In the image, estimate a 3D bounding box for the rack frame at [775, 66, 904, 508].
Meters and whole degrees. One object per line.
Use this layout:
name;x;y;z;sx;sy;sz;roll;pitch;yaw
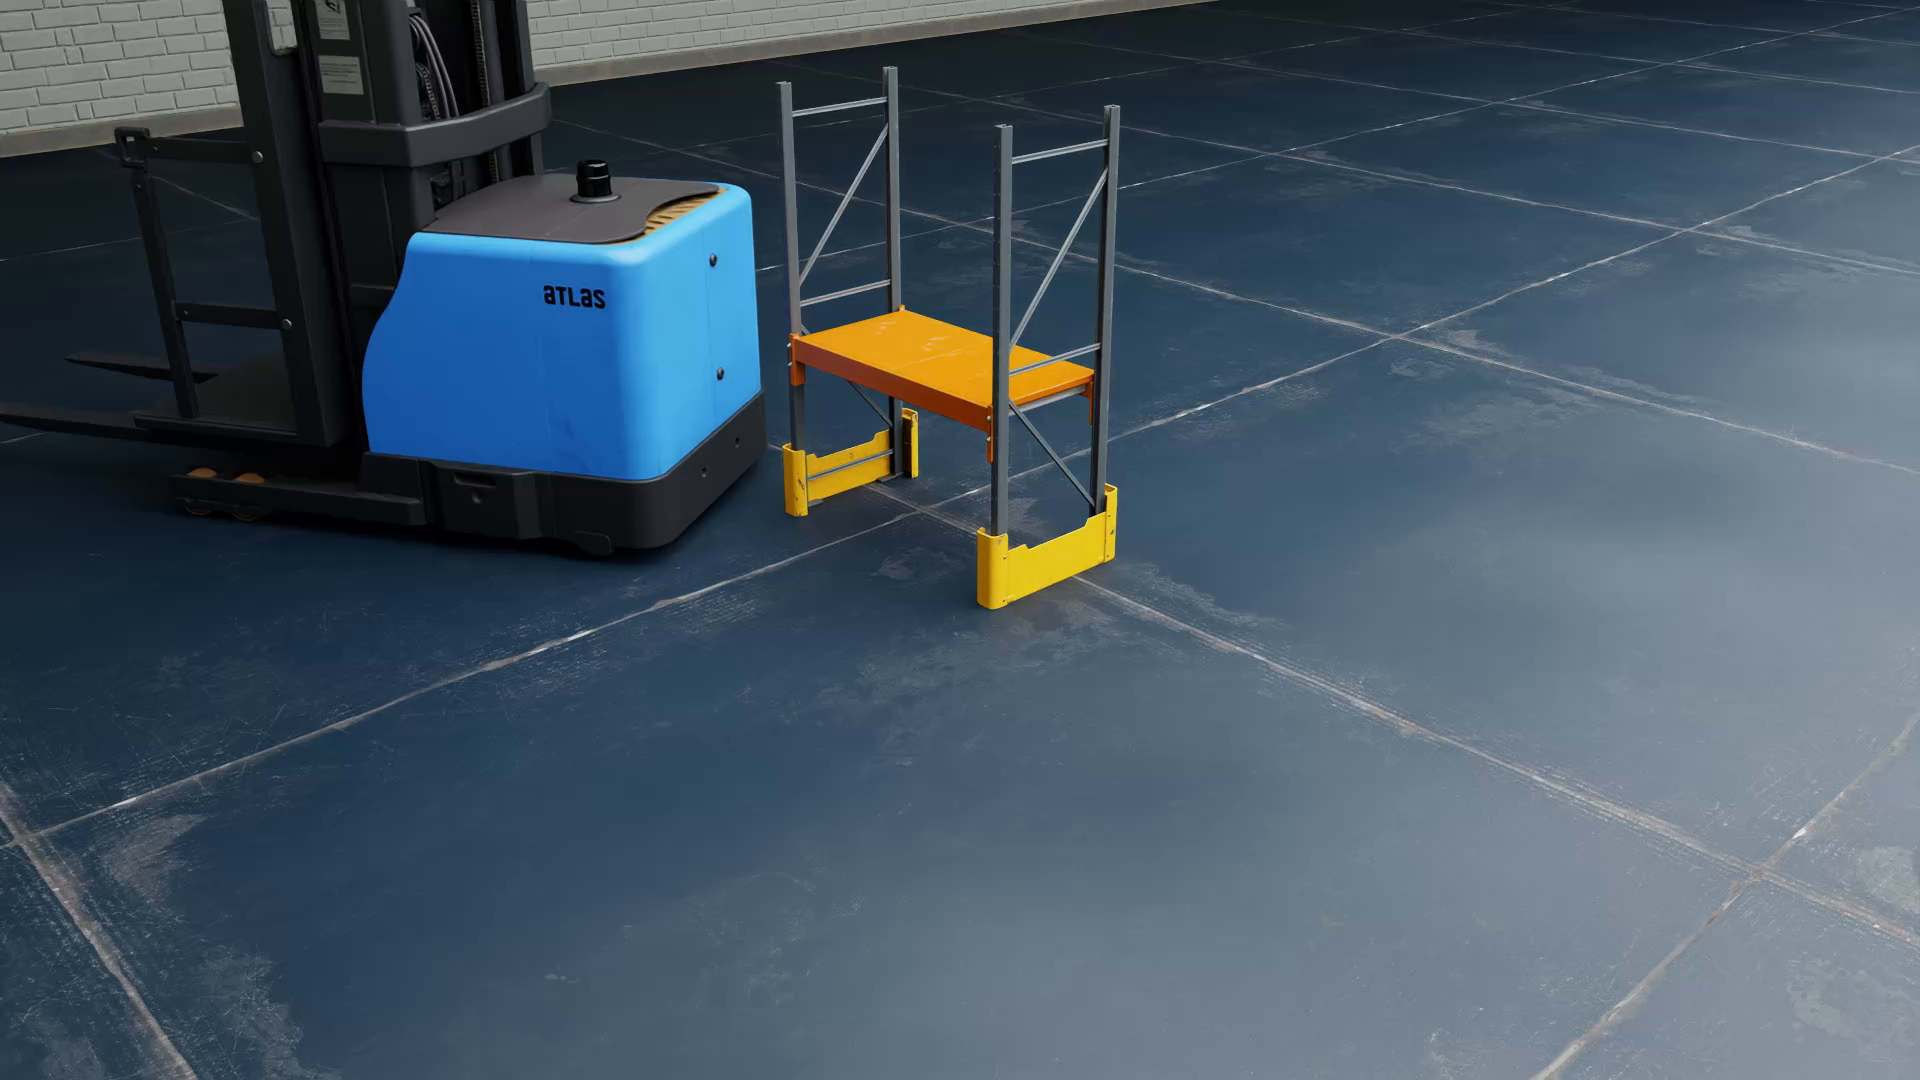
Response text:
rack frame;-0.406;-0.862;5.833;0.500;1.500;0.032;-21;32;-38

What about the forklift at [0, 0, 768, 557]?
forklift;-2.307;-1.603;5.733;3.031;2.935;1.130;7;25;14

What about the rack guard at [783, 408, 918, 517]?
rack guard;-0.392;-0.288;6.079;0.587;0.250;0.087;-21;32;-38

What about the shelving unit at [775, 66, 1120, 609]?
shelving unit;-0.052;-0.705;5.489;0.587;1.500;1.083;-21;32;-38

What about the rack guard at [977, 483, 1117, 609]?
rack guard;0.288;0.014;5.418;0.587;0.250;0.087;-21;32;-38

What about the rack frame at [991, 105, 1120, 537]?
rack frame;0.289;-0.554;5.158;0.500;1.500;0.032;-21;32;-38

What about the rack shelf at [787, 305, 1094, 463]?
rack shelf;-0.058;-0.545;5.570;0.538;0.185;1.000;-21;32;-38
